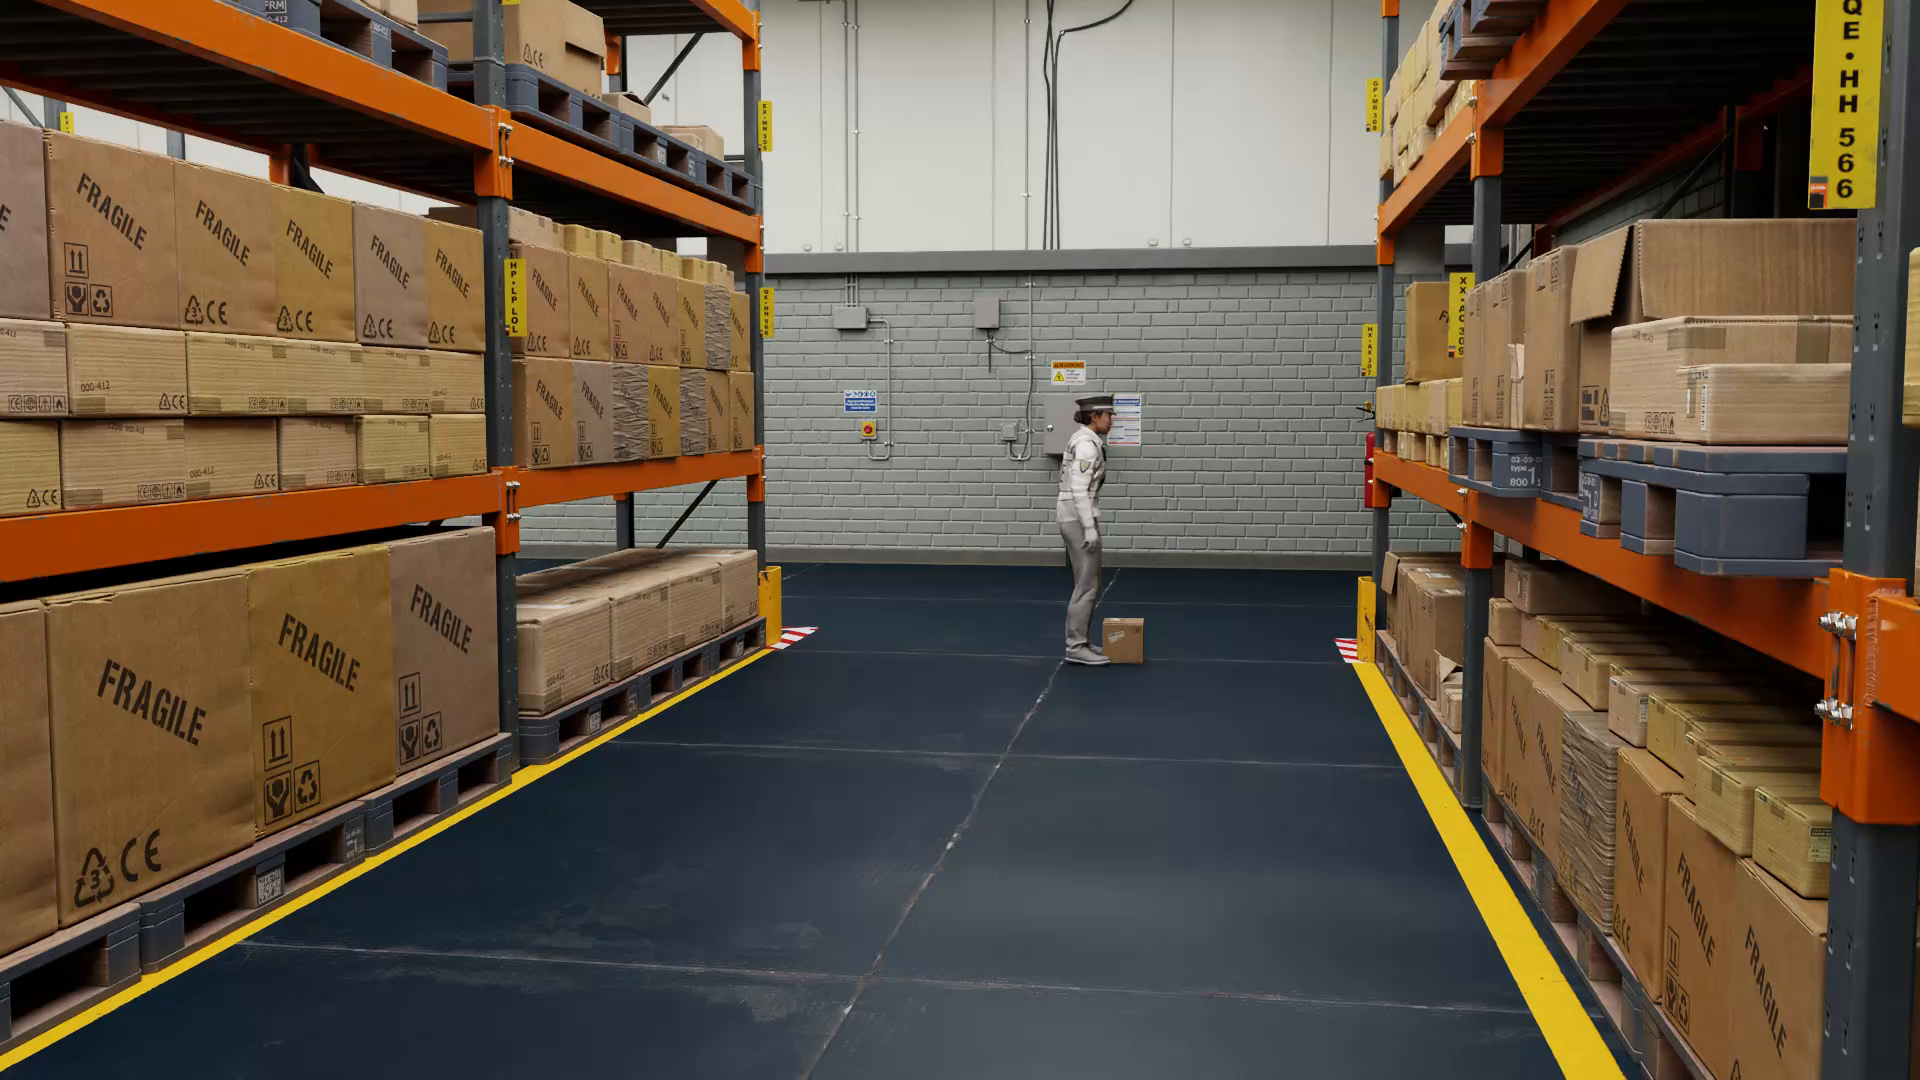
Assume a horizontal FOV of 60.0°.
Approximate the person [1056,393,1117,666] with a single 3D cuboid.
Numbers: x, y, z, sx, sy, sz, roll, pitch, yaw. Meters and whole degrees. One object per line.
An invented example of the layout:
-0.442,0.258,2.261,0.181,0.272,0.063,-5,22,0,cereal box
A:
0.787,-0.079,10.357,0.377,1.663,0.539,1,5,7,person
